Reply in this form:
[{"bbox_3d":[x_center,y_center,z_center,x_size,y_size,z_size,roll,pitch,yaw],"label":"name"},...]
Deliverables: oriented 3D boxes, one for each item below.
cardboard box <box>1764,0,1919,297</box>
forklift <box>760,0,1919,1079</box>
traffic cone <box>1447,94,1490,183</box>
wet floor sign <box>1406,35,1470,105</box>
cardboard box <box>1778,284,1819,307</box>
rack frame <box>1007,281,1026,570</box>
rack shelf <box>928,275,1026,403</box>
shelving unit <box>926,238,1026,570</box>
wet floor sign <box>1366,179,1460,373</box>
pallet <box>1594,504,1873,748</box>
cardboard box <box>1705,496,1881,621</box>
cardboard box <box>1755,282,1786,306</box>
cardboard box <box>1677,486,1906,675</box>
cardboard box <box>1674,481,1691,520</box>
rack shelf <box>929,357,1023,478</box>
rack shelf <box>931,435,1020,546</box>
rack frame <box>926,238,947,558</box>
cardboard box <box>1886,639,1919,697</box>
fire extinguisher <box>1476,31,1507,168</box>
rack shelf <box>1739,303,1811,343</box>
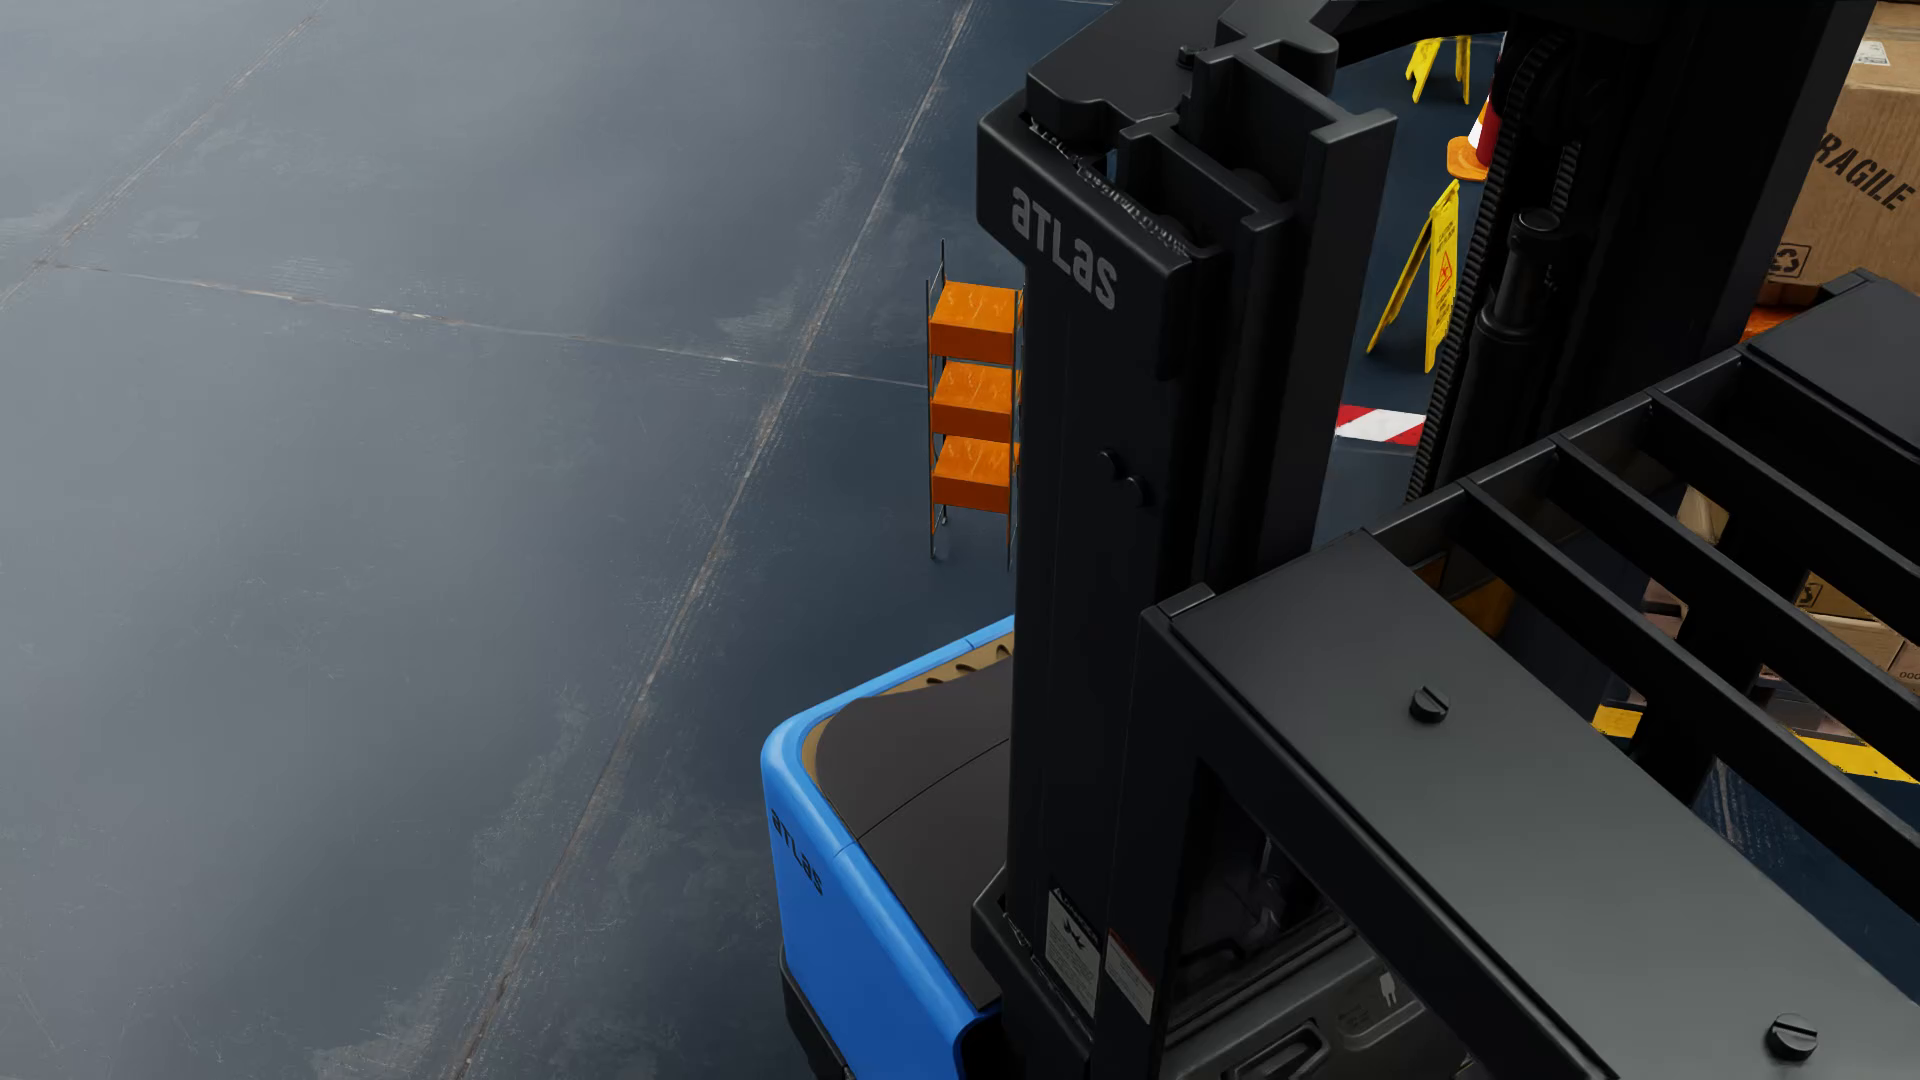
[{"bbox_3d":[1.974,-0.917,3.753,0.500,0.500,0.500,8,45,8],"label":"cardboard box"},{"bbox_3d":[0.794,0.788,2.317,1.130,2.935,3.031,-24,49,-23],"label":"forklift"},{"bbox_3d":[2.184,-1.729,6.713,0.334,0.463,0.336,9,45,9],"label":"traffic cone"},{"bbox_3d":[2.094,-2.214,7.085,0.232,0.644,0.267,2,44,2],"label":"wet floor sign"},{"bbox_3d":[2.108,-0.722,4.018,0.250,0.149,0.380,9,45,10],"label":"cardboard box"},{"bbox_3d":[0.171,-0.352,4.858,0.008,1.050,0.200,9,45,9],"label":"rack frame"},{"bbox_3d":[0.052,-0.567,4.688,0.240,0.259,0.215,9,45,9],"label":"rack shelf"},{"bbox_3d":[0.052,-0.370,4.878,0.252,1.050,0.215,9,45,9],"label":"shelving unit"},{"bbox_3d":[1.621,-0.937,5.759,0.232,0.644,0.267,24,49,23],"label":"wet floor sign"},{"bbox_3d":[2.432,0.130,4.962,1.213,0.211,1.003,9,45,9],"label":"pallet"},{"bbox_3d":[2.323,-0.151,4.383,0.500,0.500,0.500,7,44,8],"label":"cardboard box"},{"bbox_3d":[1.859,-0.751,4.048,0.250,0.149,0.380,9,45,9],"label":"cardboard box"},{"bbox_3d":[2.299,0.116,4.646,0.500,0.250,0.500,8,45,9],"label":"cardboard box"},{"bbox_3d":[2.444,-0.249,5.026,0.500,0.250,0.500,9,45,9],"label":"cardboard box"},{"bbox_3d":[0.052,-0.363,4.885,0.240,0.259,0.215,9,45,9],"label":"rack shelf"},{"bbox_3d":[0.052,-0.162,5.078,0.240,0.259,0.215,9,45,9],"label":"rack shelf"},{"bbox_3d":[-0.067,-0.389,4.897,0.008,1.050,0.200,9,45,9],"label":"rack frame"},{"bbox_3d":[2.796,0.198,4.561,0.500,0.250,0.500,10,45,11],"label":"cardboard box"},{"bbox_3d":[1.561,-1.334,4.529,0.183,0.674,0.296,9,45,9],"label":"fire extinguisher"},{"bbox_3d":[3.524,-0.471,4.095,4.000,0.370,1.077,9,45,9],"label":"rack shelf"}]
